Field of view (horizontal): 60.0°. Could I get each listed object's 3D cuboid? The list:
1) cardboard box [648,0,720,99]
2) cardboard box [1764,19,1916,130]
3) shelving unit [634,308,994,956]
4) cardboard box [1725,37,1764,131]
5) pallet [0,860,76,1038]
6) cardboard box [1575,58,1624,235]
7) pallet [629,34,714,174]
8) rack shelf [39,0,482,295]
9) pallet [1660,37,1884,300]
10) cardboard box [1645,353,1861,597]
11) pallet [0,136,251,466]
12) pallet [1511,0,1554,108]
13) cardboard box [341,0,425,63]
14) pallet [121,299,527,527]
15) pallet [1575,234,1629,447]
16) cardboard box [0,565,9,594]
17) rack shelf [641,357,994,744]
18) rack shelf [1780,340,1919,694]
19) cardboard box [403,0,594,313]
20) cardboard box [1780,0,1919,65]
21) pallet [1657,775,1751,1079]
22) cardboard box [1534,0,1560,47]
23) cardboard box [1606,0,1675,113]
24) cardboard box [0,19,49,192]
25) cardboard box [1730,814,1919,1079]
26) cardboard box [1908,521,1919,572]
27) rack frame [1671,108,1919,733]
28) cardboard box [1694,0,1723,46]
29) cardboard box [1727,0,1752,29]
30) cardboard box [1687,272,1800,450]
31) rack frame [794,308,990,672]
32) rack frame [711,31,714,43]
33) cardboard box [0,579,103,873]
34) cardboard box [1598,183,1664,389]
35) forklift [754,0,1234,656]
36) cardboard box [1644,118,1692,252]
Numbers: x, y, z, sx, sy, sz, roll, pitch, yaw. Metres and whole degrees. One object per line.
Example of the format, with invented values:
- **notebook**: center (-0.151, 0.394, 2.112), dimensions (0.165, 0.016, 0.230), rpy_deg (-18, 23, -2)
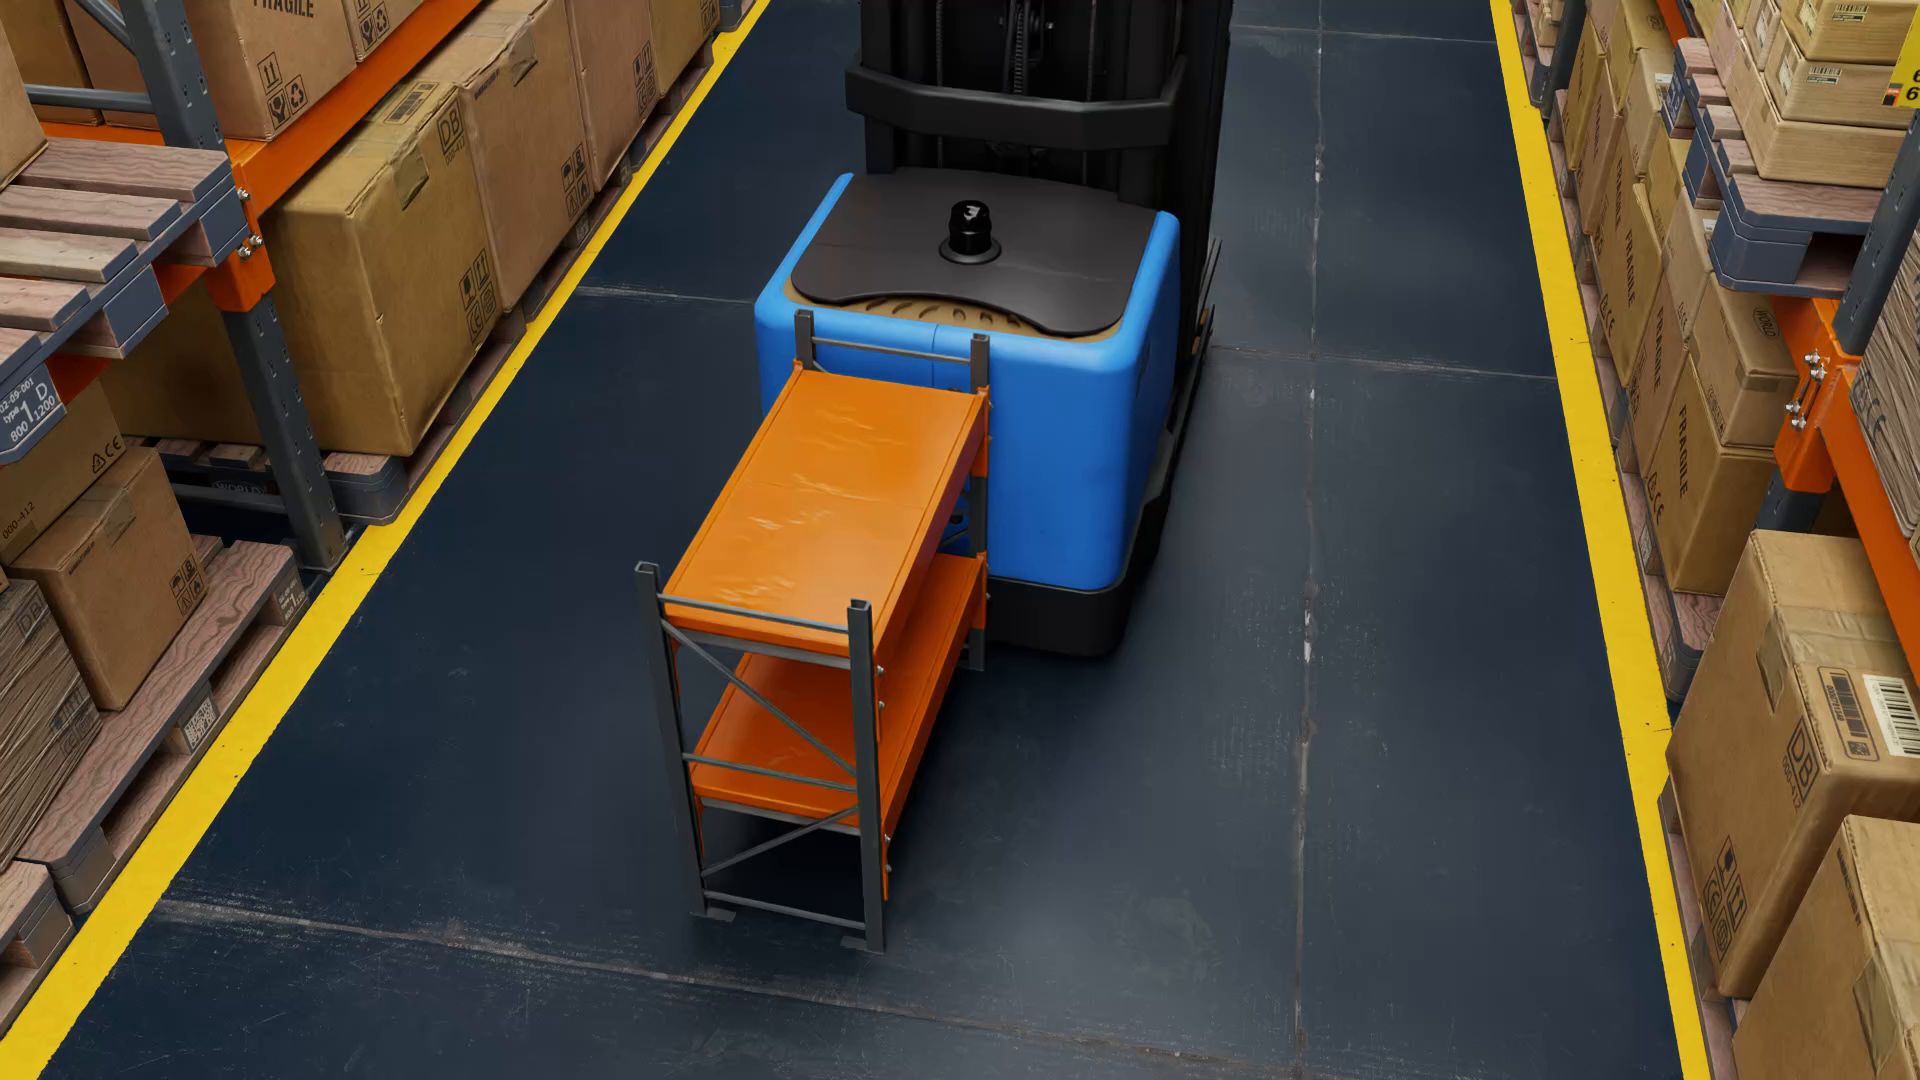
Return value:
- **cardboard box**: center (-1.813, -2.592, 7.369), dimensions (1.225, 0.875, 0.875), rpy_deg (7, 40, 8)
- **cardboard box**: center (2.090, -1.072, 3.826), dimensions (0.380, 0.149, 0.250), rpy_deg (7, 40, 9)
- **shelving unit**: center (-0.298, 0.212, 4.111), dimensions (0.538, 1.125, 1.048), rpy_deg (9, 40, 11)
- **cardboard box**: center (2.130, -1.113, 4.110), dimensions (0.380, 0.149, 0.250), rpy_deg (6, 40, 8)
- **pallet**: center (-2.765, 1.186, 3.650), dimensions (1.003, 0.211, 1.213), rpy_deg (6, 40, 8)
- **cardboard box**: center (2.666, -1.474, 6.311), dimensions (0.500, 0.500, 0.500), rpy_deg (8, 40, 10)
- **pallet**: center (-1.782, -2.085, 7.607), dimensions (1.003, 0.211, 1.213), rpy_deg (6, 40, 8)
- **rack shelf**: center (-2.068, -2.120, 6.025), dimensions (1.077, 0.370, 4.000), rpy_deg (6, 40, 8)
- **pallet**: center (2.471, -0.917, 4.156), dimensions (1.213, 0.211, 1.003), rpy_deg (6, 40, 8)
- **cardboard box**: center (2.309, -0.172, 4.736), dimensions (0.500, 0.500, 0.500), rpy_deg (6, 40, 7)
- **pallet**: center (-2.433, -0.609, 3.783), dimensions (1.213, 0.211, 1.003), rpy_deg (6, 40, 8)
- **pallet**: center (3.227, -2.393, 7.979), dimensions (1.003, 0.211, 1.213), rpy_deg (6, 40, 8)
- **cardboard box**: center (-1.976, -1.780, 4.970), dimensions (0.500, 0.500, 0.500), rpy_deg (5, 40, 6)
- **pallet**: center (-2.204, -0.554, 5.754), dimensions (1.003, 0.211, 1.213), rpy_deg (6, 40, 8)
- **pallet**: center (2.803, -0.711, 5.944), dimensions (1.003, 0.211, 1.213), rpy_deg (6, 40, 8)
- **cardboard box**: center (-2.583, 0.120, 3.778), dimensions (0.500, 0.250, 0.500), rpy_deg (11, 41, 13)
- **rack shelf**: center (-0.298, -0.014, 3.924), dimensions (0.538, 0.278, 1.000), rpy_deg (9, 40, 11)
- **rack shelf**: center (2.107, 1.001, 2.250), dimensions (1.077, 0.370, 4.000), rpy_deg (6, 40, 8)
- **cardboard box**: center (-2.113, -1.475, 6.017), dimensions (1.225, 0.875, 0.875), rpy_deg (7, 40, 8)
- **cardboard box**: center (2.086, -1.184, 3.729), dimensions (0.380, 0.149, 0.250), rpy_deg (5, 40, 6)
- **pallet**: center (2.242, 1.029, 3.839), dimensions (1.003, 0.211, 1.213), rpy_deg (6, 40, 8)
- **cardboard box**: center (2.878, -2.389, 7.693), dimensions (0.380, 0.149, 0.250), rpy_deg (7, 40, 8)
- **cardboard box**: center (2.667, -1.761, 6.069), dimensions (0.500, 0.250, 0.500), rpy_deg (7, 40, 9)
- **cardboard box**: center (-2.469, -0.999, 3.697), dimensions (0.500, 0.500, 0.500), rpy_deg (2, 40, 2)
- **cardboard box**: center (2.111, 1.095, 3.008), dimensions (1.050, 0.750, 0.750), rpy_deg (7, 40, 8)
- **cardboard box**: center (2.024, 0.001, 2.816), dimensions (0.500, 0.500, 0.500), rpy_deg (6, 40, 7)
- **rack frame**: center (2.453, -0.532, 3.539), dimensions (1.000, 3.000, 0.127), rpy_deg (6, 40, 8)
- **cardboard box**: center (2.221, -1.430, 4.494), dimensions (0.380, 0.149, 0.250), rpy_deg (6, 40, 7)
- **cardboard box**: center (2.178, -1.405, 4.229), dimensions (0.380, 0.149, 0.250), rpy_deg (7, 40, 9)
- **cardboard box**: center (2.313, -0.478, 4.517), dimensions (0.500, 0.250, 0.500), rpy_deg (6, 40, 7)
- **rack frame**: center (-0.172, -0.102, 4.490), dimensions (0.500, 1.125, 0.032), rpy_deg (9, 40, 11)
- **rack frame**: center (-1.722, -3.653, 7.314), dimensions (1.000, 3.000, 0.127), rpy_deg (6, 40, 8)
- **cardboard box**: center (-2.594, 0.424, 4.000), dimensions (0.700, 0.500, 0.500), rpy_deg (3, 40, 4)
- **cardboard box**: center (2.478, -0.831, 5.534), dimensions (0.500, 0.500, 0.500), rpy_deg (5, 40, 6)
- **forklift**: center (0.304, -1.745, 5.060), dimensions (1.130, 2.935, 3.031), rpy_deg (9, 40, 11)
- **cardboard box**: center (2.493, -1.113, 5.286), dimensions (0.500, 0.250, 0.500), rpy_deg (7, 40, 9)
